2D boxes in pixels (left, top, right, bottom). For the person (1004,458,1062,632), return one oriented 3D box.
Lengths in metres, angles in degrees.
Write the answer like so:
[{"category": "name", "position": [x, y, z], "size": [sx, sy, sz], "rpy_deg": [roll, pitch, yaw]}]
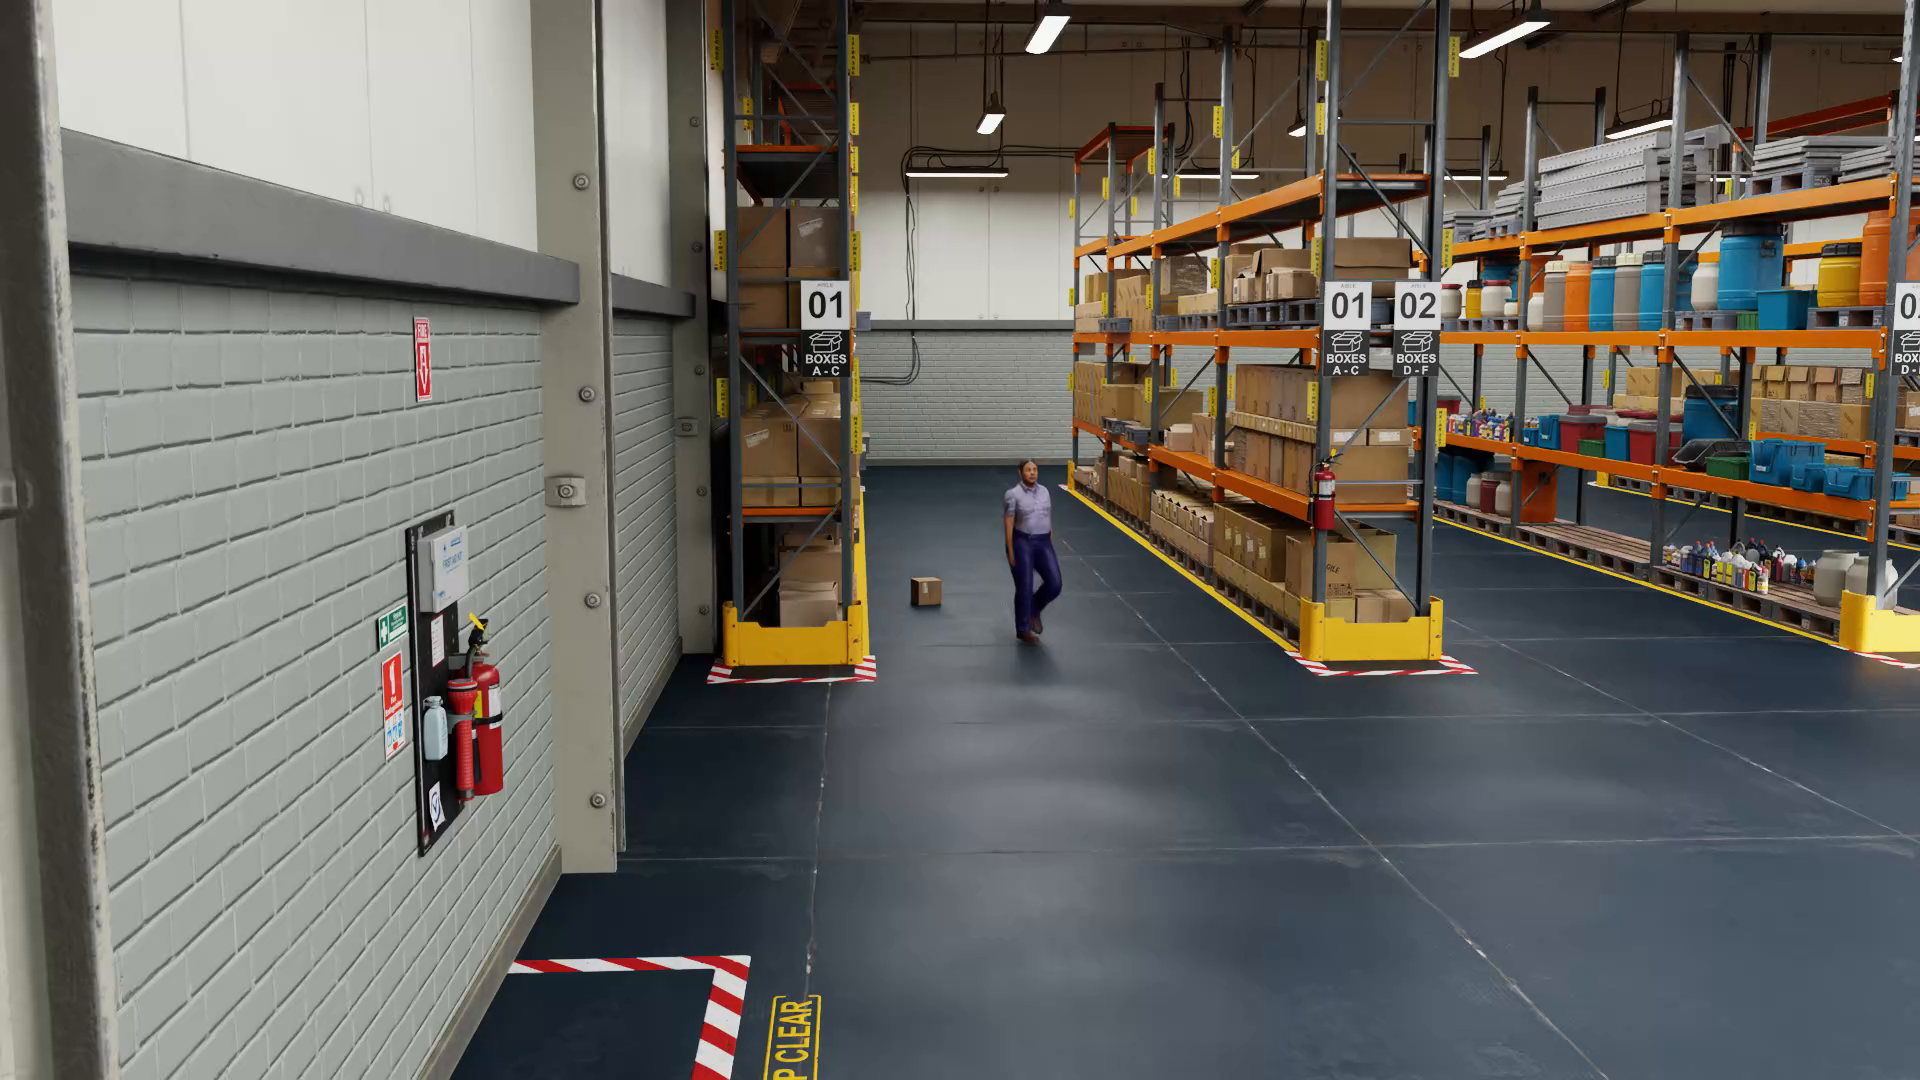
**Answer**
[{"category": "person", "position": [0.640, 0.049, 14.913], "size": [0.499, 1.575, 0.435], "rpy_deg": [-4, 8, -27]}]
